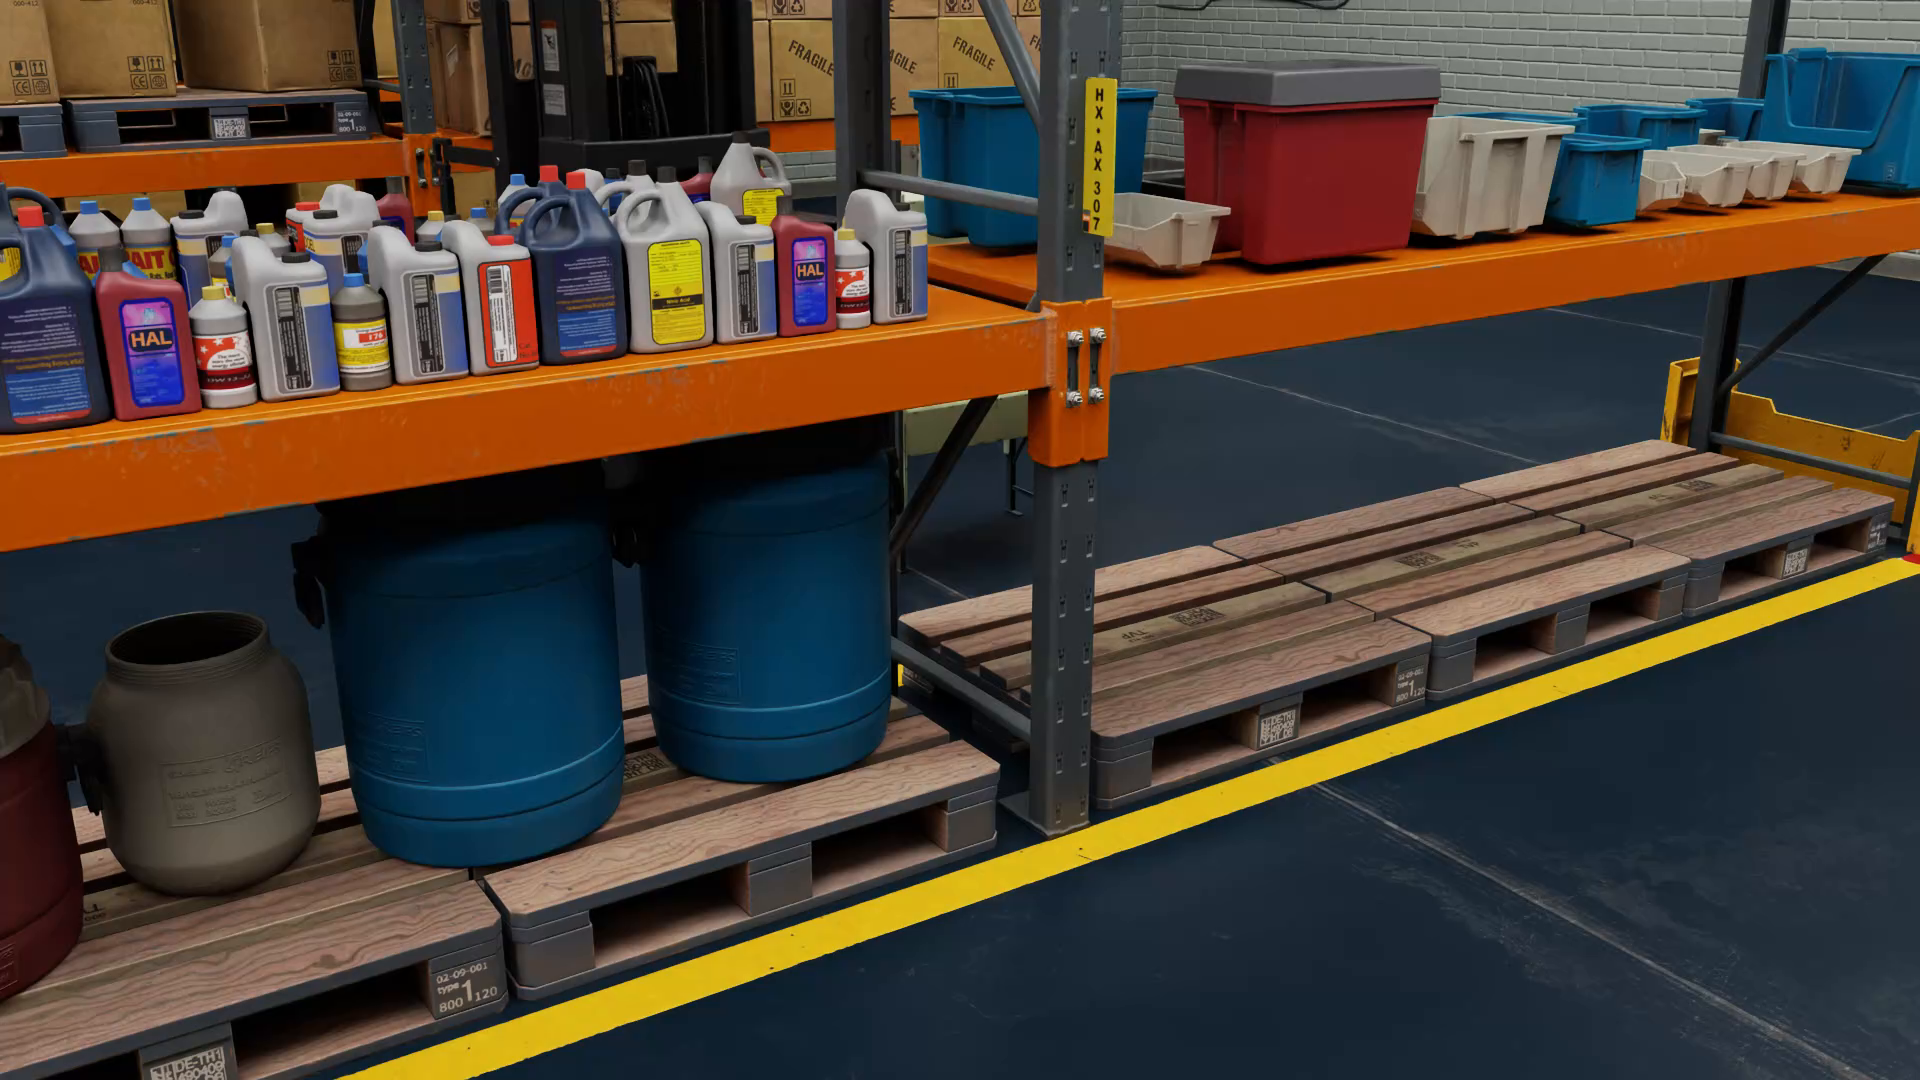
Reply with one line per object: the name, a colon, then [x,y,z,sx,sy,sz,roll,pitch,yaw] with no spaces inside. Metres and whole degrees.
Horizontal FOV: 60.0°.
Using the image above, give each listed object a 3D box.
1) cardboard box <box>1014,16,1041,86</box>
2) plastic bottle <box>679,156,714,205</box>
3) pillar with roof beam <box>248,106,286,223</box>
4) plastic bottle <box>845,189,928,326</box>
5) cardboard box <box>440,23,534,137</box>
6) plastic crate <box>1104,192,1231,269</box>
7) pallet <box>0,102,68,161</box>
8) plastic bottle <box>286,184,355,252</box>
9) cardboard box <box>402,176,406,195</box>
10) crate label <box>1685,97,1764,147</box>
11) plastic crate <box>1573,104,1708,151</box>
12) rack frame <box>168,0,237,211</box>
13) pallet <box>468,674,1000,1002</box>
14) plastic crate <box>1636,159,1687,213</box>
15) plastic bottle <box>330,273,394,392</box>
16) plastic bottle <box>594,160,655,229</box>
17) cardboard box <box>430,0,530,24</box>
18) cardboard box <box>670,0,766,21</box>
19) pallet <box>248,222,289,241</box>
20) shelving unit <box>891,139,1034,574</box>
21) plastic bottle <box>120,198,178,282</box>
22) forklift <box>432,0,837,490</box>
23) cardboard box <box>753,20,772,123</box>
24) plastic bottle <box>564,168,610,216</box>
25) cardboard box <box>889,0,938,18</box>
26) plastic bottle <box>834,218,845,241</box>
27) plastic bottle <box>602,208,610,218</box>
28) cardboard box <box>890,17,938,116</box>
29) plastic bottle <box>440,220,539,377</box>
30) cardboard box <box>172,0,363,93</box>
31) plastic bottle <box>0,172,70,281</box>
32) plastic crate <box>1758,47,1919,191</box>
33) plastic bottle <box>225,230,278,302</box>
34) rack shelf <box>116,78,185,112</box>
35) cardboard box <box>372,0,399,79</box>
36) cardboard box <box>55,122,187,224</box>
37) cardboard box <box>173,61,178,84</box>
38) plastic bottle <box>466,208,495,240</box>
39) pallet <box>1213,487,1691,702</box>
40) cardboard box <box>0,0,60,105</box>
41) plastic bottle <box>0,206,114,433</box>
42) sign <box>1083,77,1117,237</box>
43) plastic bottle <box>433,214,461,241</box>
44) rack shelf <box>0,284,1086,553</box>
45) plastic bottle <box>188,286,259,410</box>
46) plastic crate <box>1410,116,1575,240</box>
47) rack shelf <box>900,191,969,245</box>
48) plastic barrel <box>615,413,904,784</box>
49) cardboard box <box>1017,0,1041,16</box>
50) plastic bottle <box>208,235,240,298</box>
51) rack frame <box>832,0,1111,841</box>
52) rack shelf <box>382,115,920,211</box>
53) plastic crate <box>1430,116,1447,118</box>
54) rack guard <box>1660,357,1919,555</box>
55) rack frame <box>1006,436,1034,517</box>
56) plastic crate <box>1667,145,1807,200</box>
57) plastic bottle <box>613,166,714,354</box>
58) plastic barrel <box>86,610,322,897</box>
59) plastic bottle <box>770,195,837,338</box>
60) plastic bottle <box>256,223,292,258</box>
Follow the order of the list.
cardboard box: [0.391,-2.755,9.555,0.500,0.500,0.500,-11,22,-30]
plastic bottle: [-0.657,-0.800,4.110,0.133,0.283,0.061,-12,22,-31]
pillar with roof beam: [-2.977,-5.524,8.535,0.400,9.000,9.100,-12,22,-31]
plastic bottle: [-0.156,-0.615,3.573,0.135,0.276,0.152,-12,22,-31]
cardboard box: [-2.150,-2.219,7.969,0.500,0.500,0.500,-11,22,-30]
plastic crate: [0.463,-0.777,4.177,0.243,0.136,0.396,-12,22,-31]
pallet: [-4.445,-1.703,6.899,1.213,0.211,1.003,-12,22,-31]
plastic bottle: [-1.374,-0.628,3.612,0.135,0.276,0.152,-12,22,-31]
cardboard box: [-4.351,-2.686,12.754,0.500,0.500,0.700,-12,22,-32]
crate label: [2.949,-1.528,6.248,0.303,0.233,0.416,-12,22,-31]
plastic crate: [2.399,-1.412,5.905,0.300,0.233,0.416,-12,22,-31]
rack frame: [-5.453,-3.479,11.853,0.127,3.000,1.000,-12,22,-31]
pallet: [-0.672,0.616,4.092,1.213,0.211,1.003,-12,22,-31]
plastic crate: [2.048,-1.086,5.090,0.250,0.136,0.298,-12,22,-31]
plastic bottle: [-1.076,-0.375,2.980,0.097,0.201,0.097,0,19,0]
plastic bottle: [-0.672,-0.595,3.399,0.185,0.351,0.144,-12,22,-31]
cardboard box: [-2.177,-2.684,7.782,0.500,0.500,0.500,-11,22,-30]
cardboard box: [-1.317,-2.865,8.319,0.500,0.500,0.500,-13,22,-33]
pallet: [-4.775,-2.271,12.634,1.213,0.211,1.003,-12,22,-31]
shelving unit: [-0.006,-0.709,6.001,0.755,1.500,0.431,-12,22,-31]
plastic bottle: [-1.680,-0.572,3.453,0.097,0.271,0.097,0,19,0]
forklift: [-1.642,-1.842,7.117,3.031,2.935,1.130,17,25,41]
cardboard box: [-1.305,-2.398,8.498,0.500,0.500,0.500,-12,22,-32]
plastic bottle: [-0.906,-0.727,3.904,0.135,0.276,0.152,-12,22,-31]
cardboard box: [-0.457,-3.047,8.856,0.500,0.500,0.500,-11,22,-30]
plastic bottle: [-0.240,-0.609,3.674,0.097,0.201,0.097,0,19,0]
plastic bottle: [-0.822,-0.661,3.827,0.097,0.201,0.097,0,19,0]
cardboard box: [-0.460,-2.576,9.026,0.500,0.500,0.500,-12,22,-31]
plastic bottle: [-0.882,-0.462,3.120,0.135,0.276,0.152,-12,22,-31]
cardboard box: [-3.244,-2.378,7.782,0.700,0.500,0.500,14,23,35]
plastic bottle: [-1.866,-0.561,3.298,0.185,0.351,0.144,-12,22,-31]
plastic crate: [3.159,-1.470,5.761,0.499,0.435,0.616,-12,22,-31]
plastic bottle: [-1.272,-0.425,3.019,0.097,0.271,0.097,0,19,0]
rack shelf: [-7.124,-2.786,10.926,4.000,0.370,1.077,-12,22,-31]
cardboard box: [-4.379,-3.840,12.450,0.700,0.700,0.980,-13,22,-33]
cardboard box: [-5.925,-2.511,11.688,0.750,0.750,0.750,-12,22,-31]
cardboard box: [-5.580,-3.235,11.490,0.250,0.149,0.380,-12,22,-31]
plastic bottle: [-1.099,-0.661,3.826,0.097,0.201,0.097,0,19,0]
pallet: [1.608,0.135,5.514,1.213,0.211,1.003,-12,22,-31]
cardboard box: [-4.167,-2.074,6.883,0.700,0.500,0.500,16,24,39]
plastic bottle: [-1.512,-0.363,2.711,0.185,0.351,0.144,-12,22,-31]
sign: [0.296,-0.813,3.534,0.005,0.325,0.100,-12,22,-31]
plastic bottle: [-0.966,-0.489,3.210,0.097,0.271,0.097,0,19,0]
rack shelf: [-1.675,-0.136,3.088,4.000,0.370,1.077,-12,22,-31]
plastic bottle: [-1.270,-0.334,2.859,0.097,0.201,0.097,0,19,0]
plastic crate: [1.372,-1.021,4.674,0.530,0.282,0.437,-12,22,-31]
rack shelf: [-0.006,-1.079,5.876,0.720,0.370,0.431,-12,22,-31]
plastic barrel: [-0.468,0.057,4.013,0.708,0.901,0.600,-12,22,-31]
cardboard box: [0.395,-3.229,9.394,0.500,0.500,0.500,-12,22,-32]
plastic bottle: [-1.484,-0.522,3.414,0.097,0.201,0.097,0,19,0]
rack frame: [-0.005,-0.829,4.015,0.127,3.000,1.000,-12,22,-31]
rack shelf: [-1.055,-2.166,9.093,4.000,0.370,1.077,-12,22,-31]
plastic crate: [1.599,-1.243,5.405,0.300,0.233,0.416,-12,22,-31]
rack guard: [3.349,-0.358,6.522,0.348,0.500,1.175,-12,22,-31]
rack frame: [0.300,-0.774,6.192,0.023,1.500,0.400,-12,22,-31]
plastic crate: [2.505,-1.198,5.423,0.243,0.136,0.396,-12,22,-31]
plastic bottle: [-0.592,-0.557,3.285,0.185,0.351,0.144,-12,22,-31]
plastic barrel: [-1.580,0.442,3.483,0.421,0.512,0.421,0,19,0]
plastic bottle: [-0.324,-0.565,3.415,0.133,0.283,0.061,-12,22,-31]
plastic bottle: [-1.486,-0.579,3.585,0.097,0.201,0.097,0,19,0]
